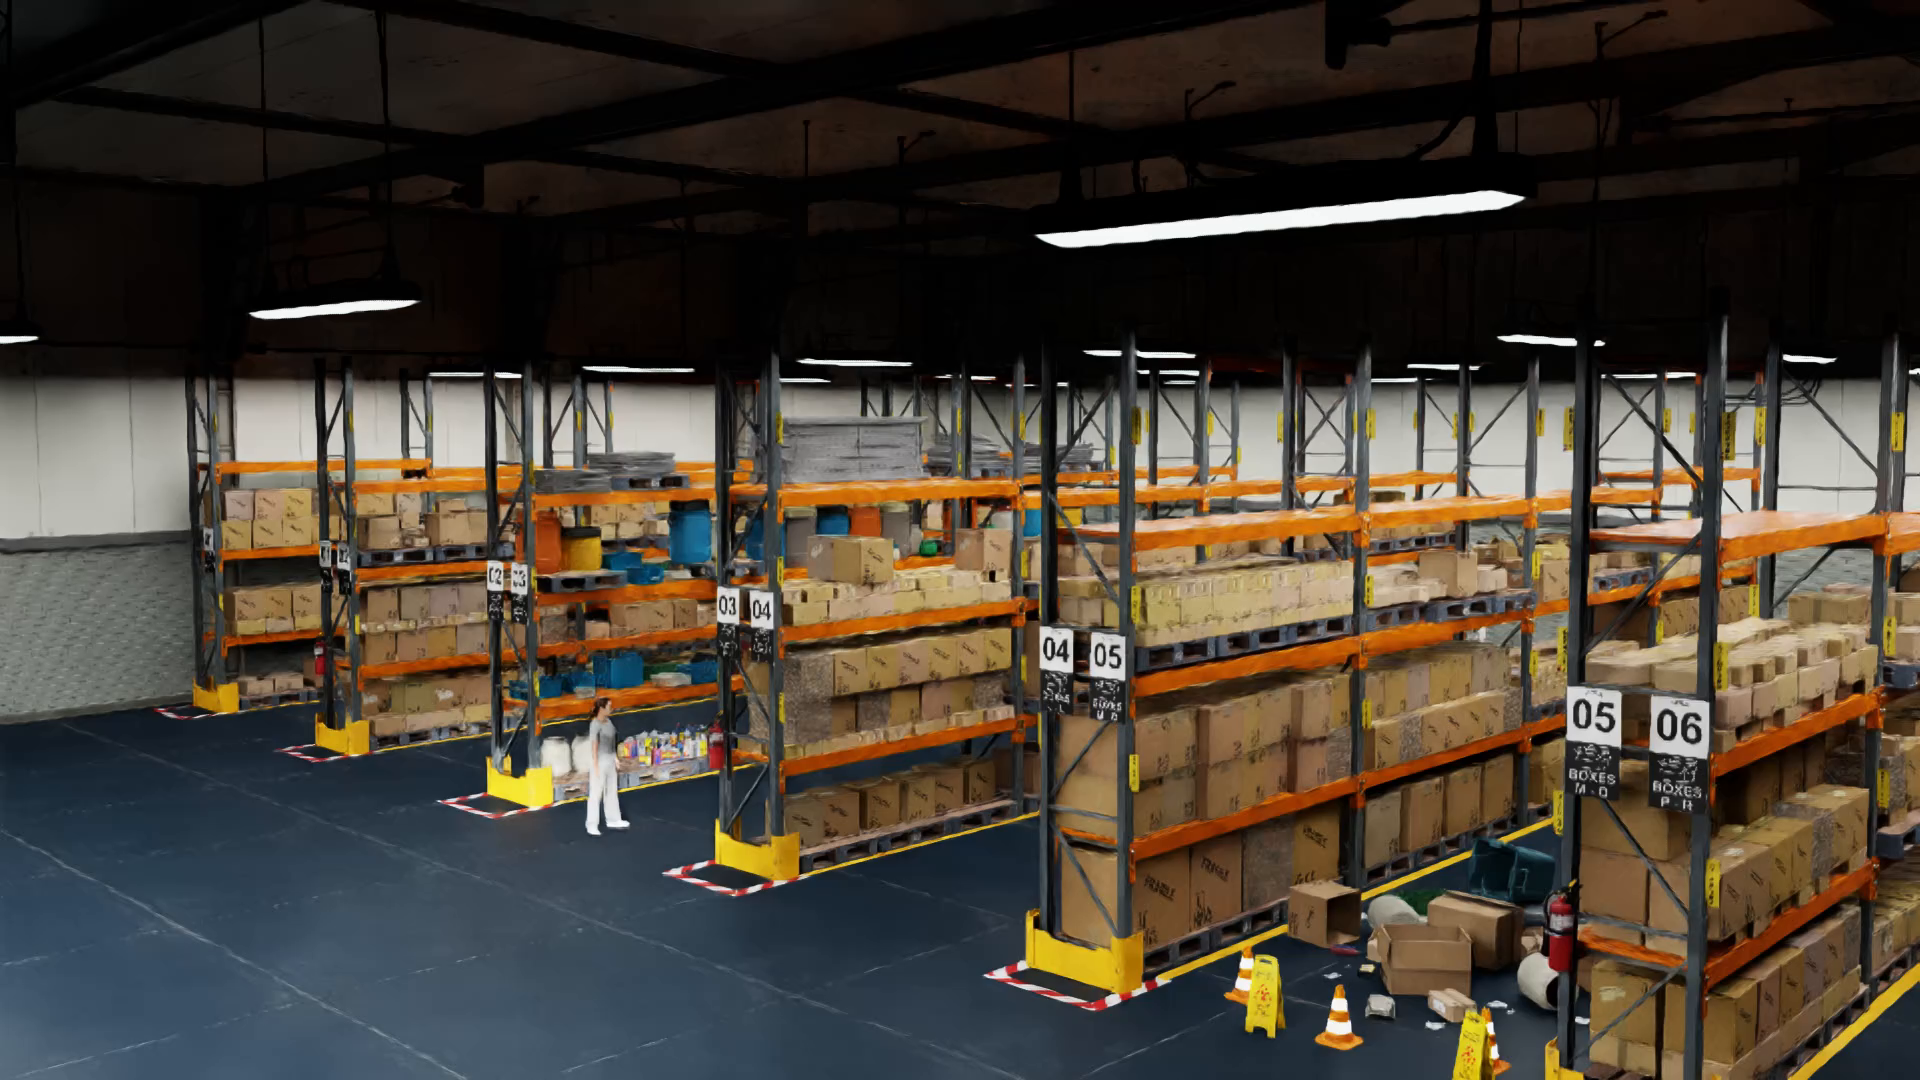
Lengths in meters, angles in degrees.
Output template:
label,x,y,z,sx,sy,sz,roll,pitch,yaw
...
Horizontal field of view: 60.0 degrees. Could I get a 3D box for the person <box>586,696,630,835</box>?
label,x,y,z,sx,sy,sz,roll,pitch,yaw
person,-4.346,2.748,20.419,0.451,1.679,0.540,1,5,15

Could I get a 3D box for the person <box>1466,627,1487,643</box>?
label,x,y,z,sx,sy,sz,roll,pitch,yaw
person,9.957,1.903,32.038,0.942,1.619,0.522,-2,5,-24
